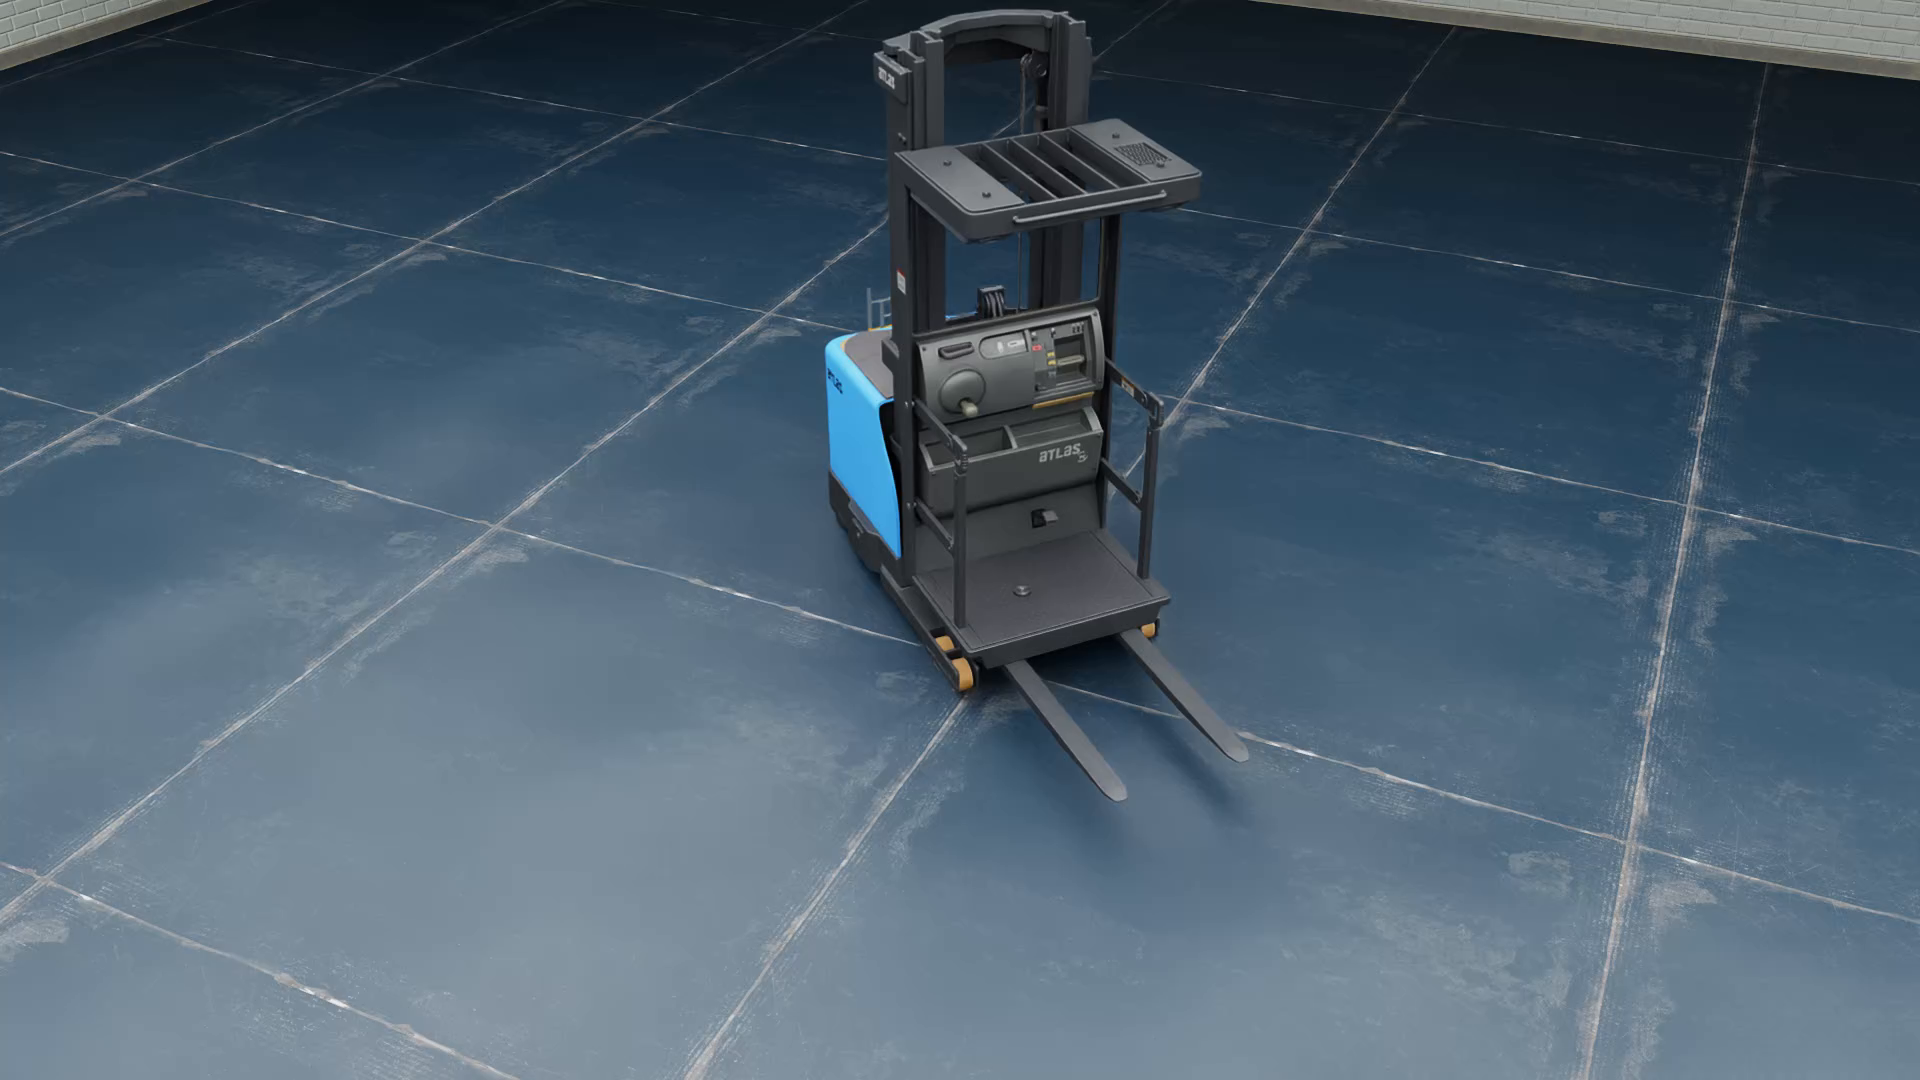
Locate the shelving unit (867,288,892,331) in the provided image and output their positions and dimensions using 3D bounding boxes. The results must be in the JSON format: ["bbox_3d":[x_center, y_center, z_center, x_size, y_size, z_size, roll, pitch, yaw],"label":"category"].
[{"bbox_3d":[-0.356,-0.840,9.306,0.258,1.200,0.189,-14,36,-20],"label":"shelving unit"}]

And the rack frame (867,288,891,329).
[{"bbox_3d":[-0.394,-0.886,9.376,0.240,1.200,0.006,-14,36,-20],"label":"rack frame"}]

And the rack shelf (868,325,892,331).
[{"bbox_3d":[-0.356,-1.104,9.133,0.258,0.103,0.180,-14,36,-20],"label":"rack shelf"}]

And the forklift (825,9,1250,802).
[{"bbox_3d":[0.339,-0.765,7.612,1.130,2.935,3.031,-14,36,-20],"label":"forklift"}]

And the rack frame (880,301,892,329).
[{"bbox_3d":[-0.318,-0.795,9.236,0.240,1.200,0.006,-14,36,-20],"label":"rack frame"}]
